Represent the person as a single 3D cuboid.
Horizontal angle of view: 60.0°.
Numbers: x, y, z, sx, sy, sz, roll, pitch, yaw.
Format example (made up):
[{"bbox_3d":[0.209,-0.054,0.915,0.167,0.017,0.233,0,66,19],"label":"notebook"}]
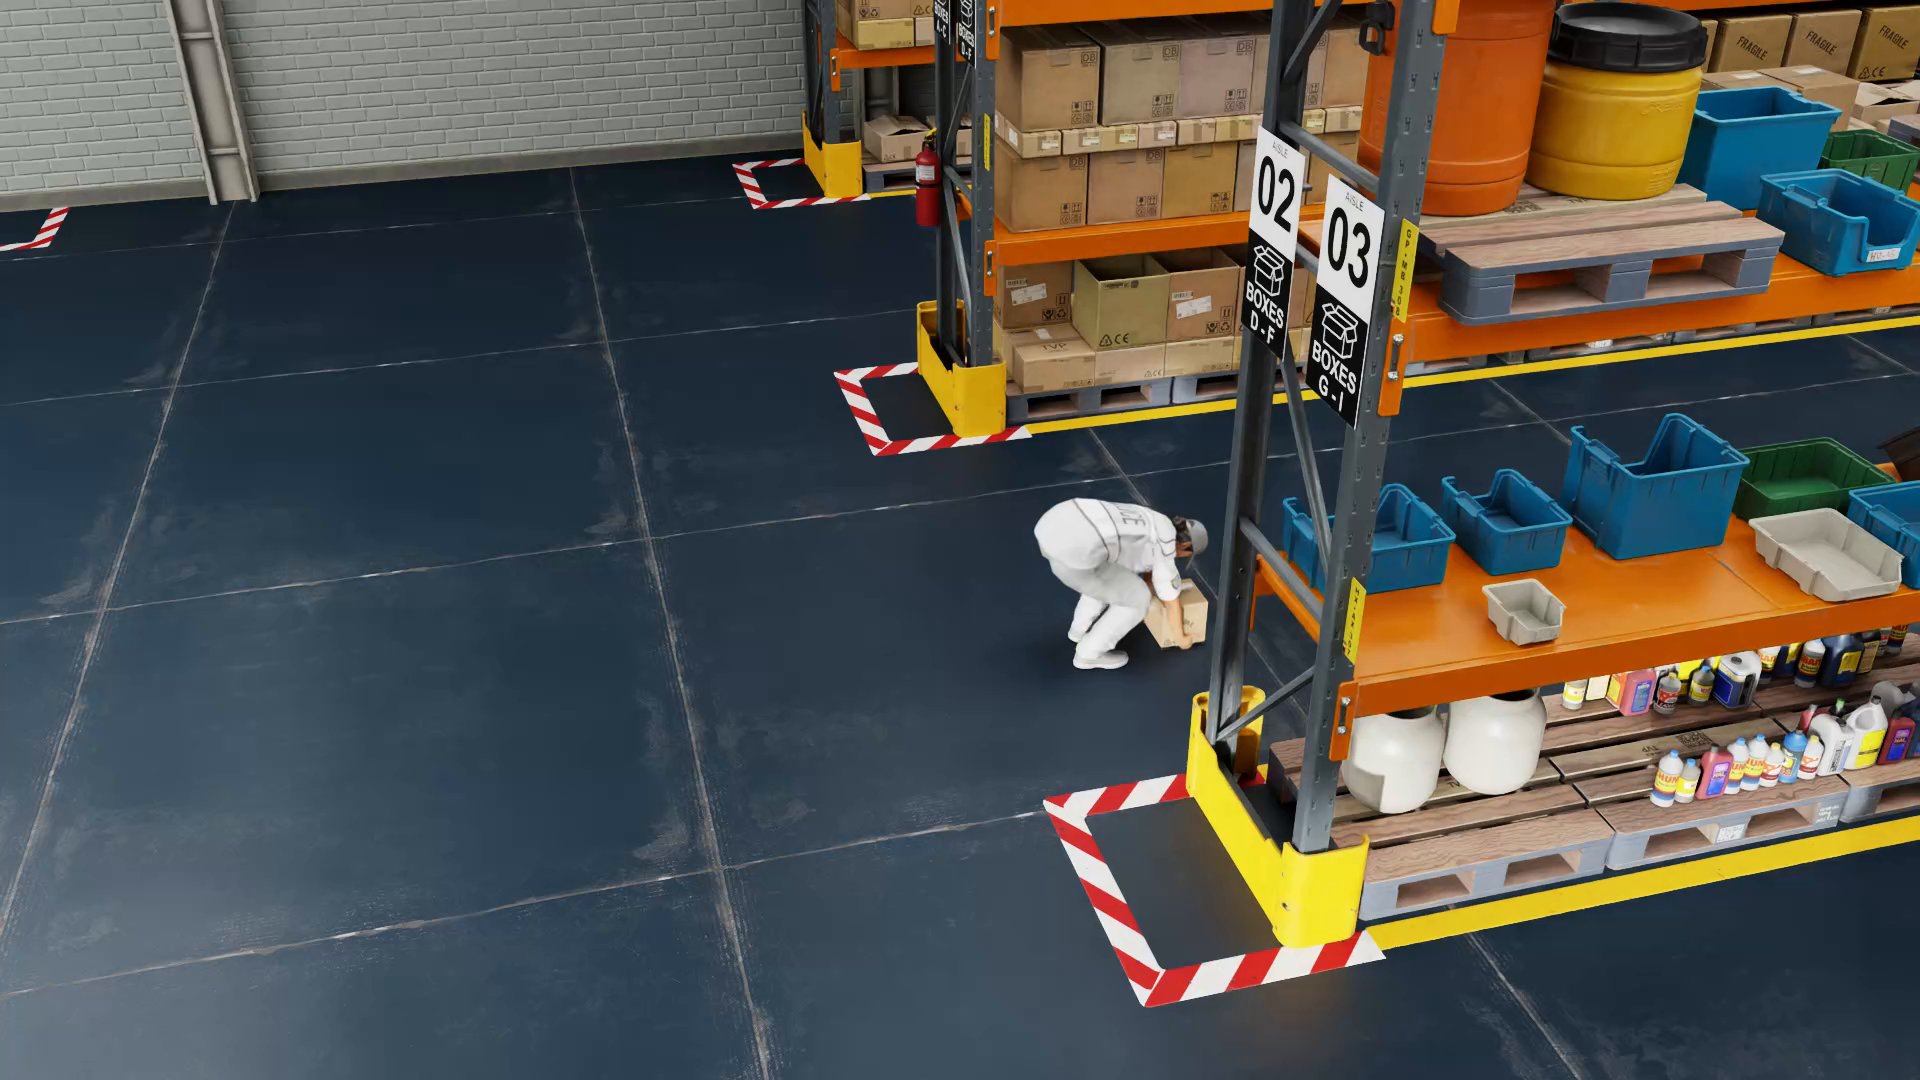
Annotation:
[{"bbox_3d":[0.853,0.184,8.688,0.936,0.886,0.507,-9,32,-15],"label":"person"}]
